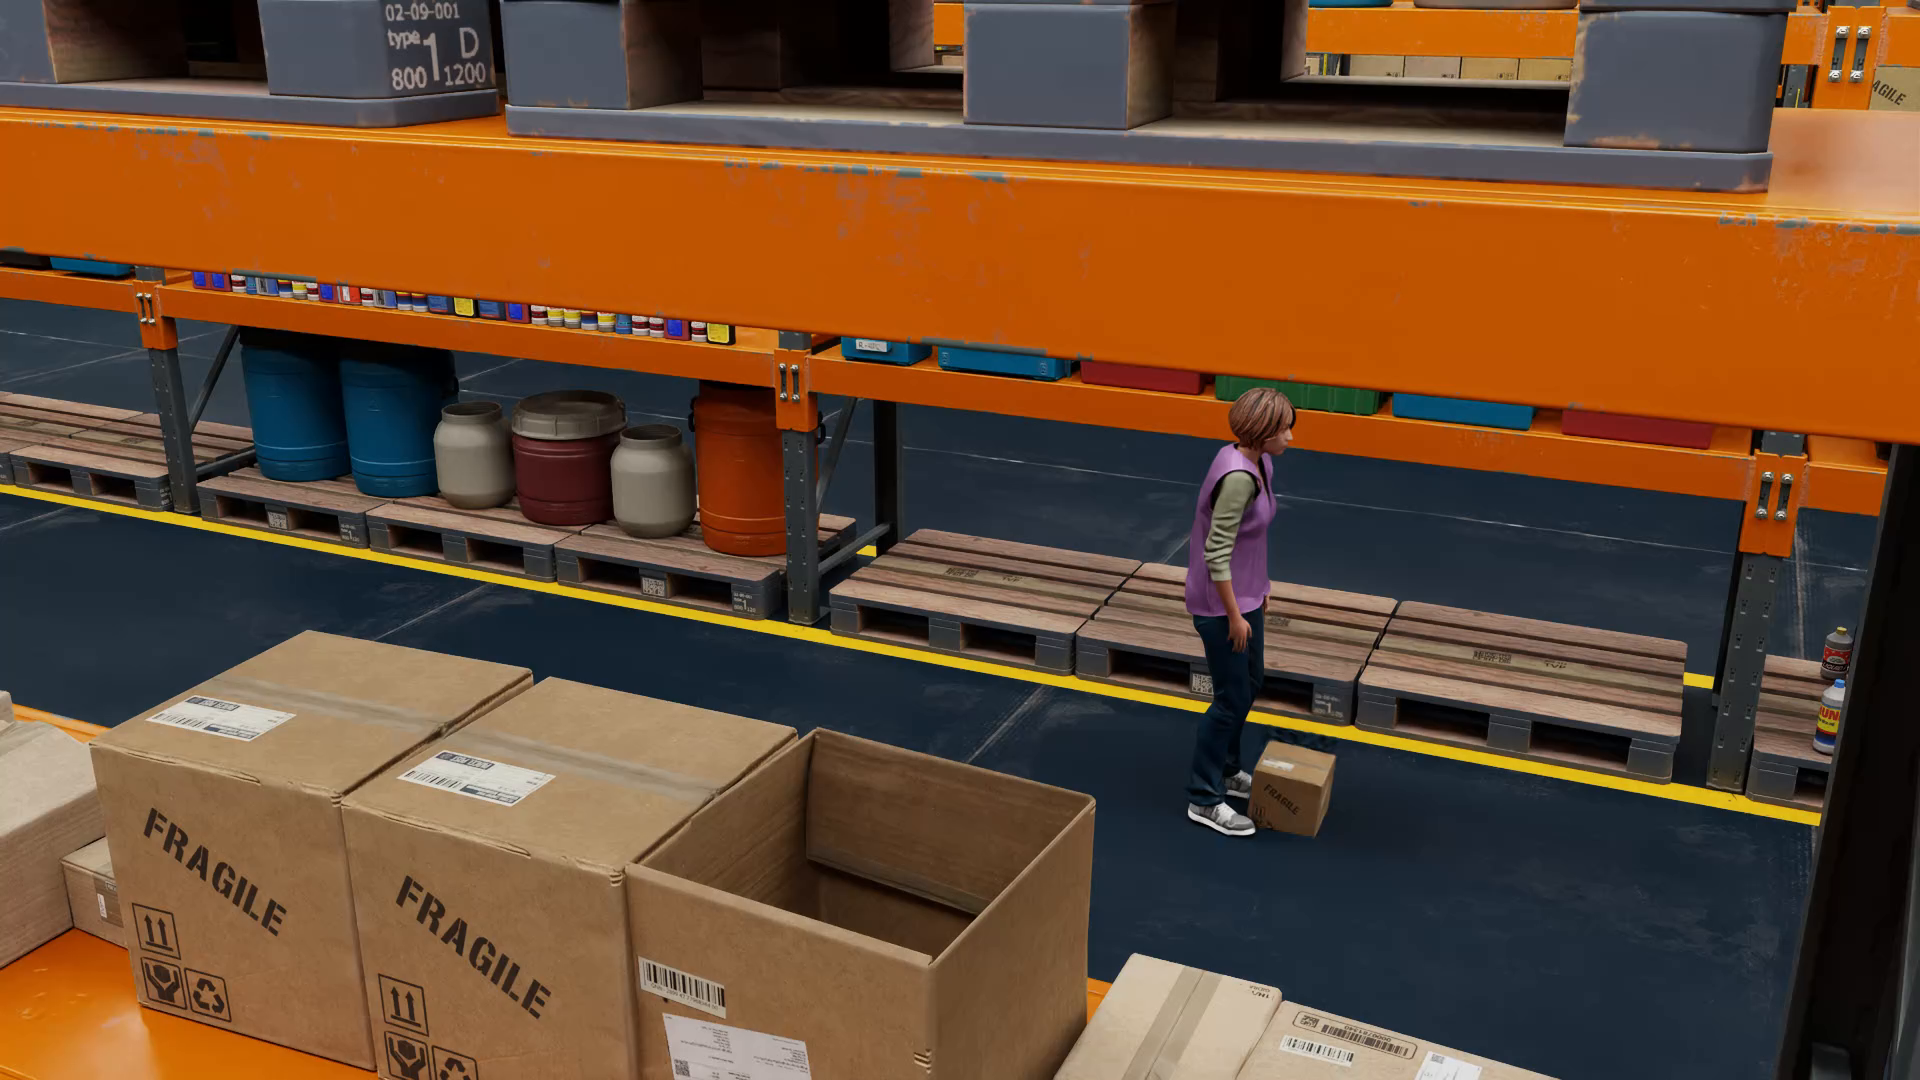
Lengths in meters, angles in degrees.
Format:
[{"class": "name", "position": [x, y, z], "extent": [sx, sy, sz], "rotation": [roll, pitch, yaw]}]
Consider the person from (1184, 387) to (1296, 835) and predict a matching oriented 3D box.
[{"class": "person", "position": [0.977, 0.233, 5.917], "extent": [0.338, 1.594, 0.460], "rotation": [8, 21, 21]}]
